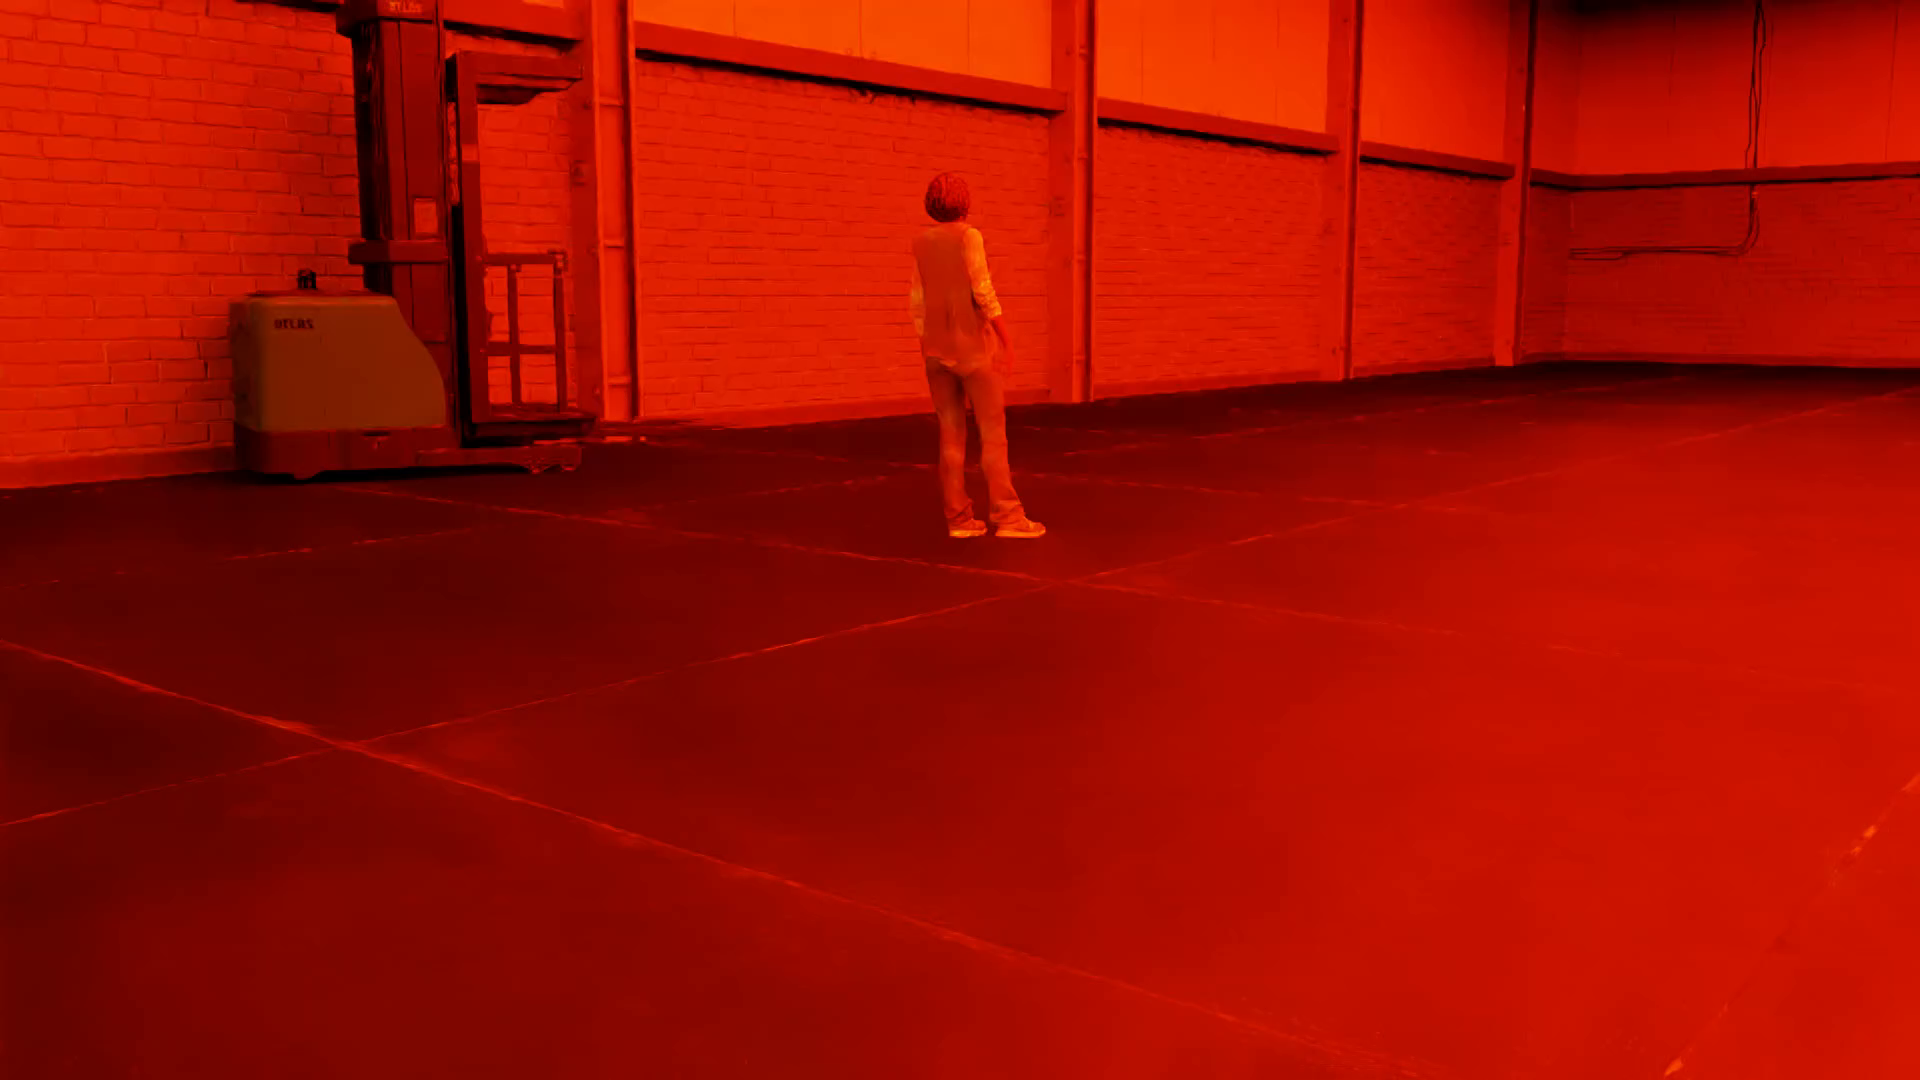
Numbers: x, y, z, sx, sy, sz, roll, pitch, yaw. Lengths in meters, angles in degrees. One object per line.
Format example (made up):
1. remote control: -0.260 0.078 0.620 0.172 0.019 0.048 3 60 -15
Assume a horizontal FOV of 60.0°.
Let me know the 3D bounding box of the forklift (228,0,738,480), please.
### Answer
1. forklift: -2.956 -1.931 10.478 3.031 2.935 1.130 -5 10 -31

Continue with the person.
1. person: 0.057 -0.804 7.337 0.521 1.597 0.474 7 11 38
